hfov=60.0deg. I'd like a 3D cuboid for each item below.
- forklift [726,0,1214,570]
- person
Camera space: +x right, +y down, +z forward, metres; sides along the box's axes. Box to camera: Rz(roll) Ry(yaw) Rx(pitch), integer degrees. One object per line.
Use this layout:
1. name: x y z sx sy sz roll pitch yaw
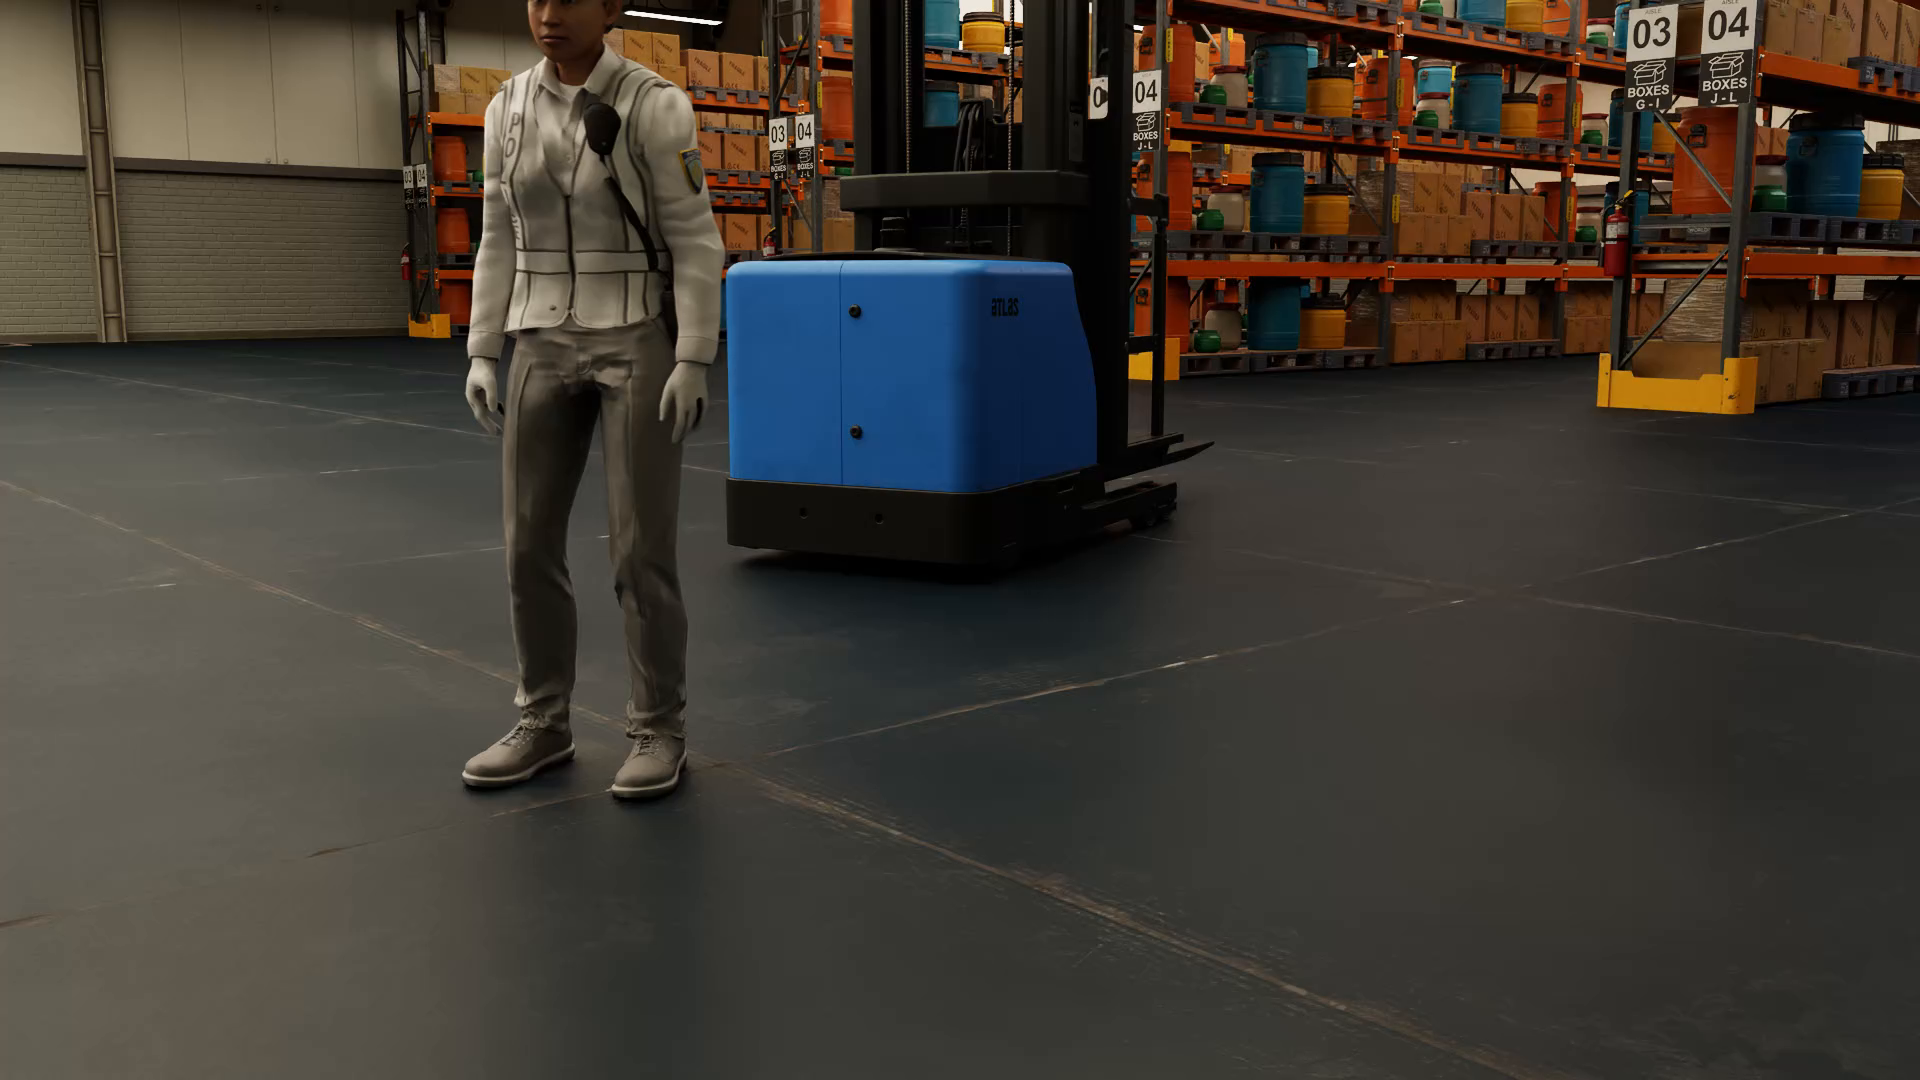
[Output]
1. forklift: 0.275 -1.531 6.852 1.130 2.935 3.031 4 10 26
2. person: -0.727 -0.338 3.292 0.530 1.663 0.377 2 9 14
